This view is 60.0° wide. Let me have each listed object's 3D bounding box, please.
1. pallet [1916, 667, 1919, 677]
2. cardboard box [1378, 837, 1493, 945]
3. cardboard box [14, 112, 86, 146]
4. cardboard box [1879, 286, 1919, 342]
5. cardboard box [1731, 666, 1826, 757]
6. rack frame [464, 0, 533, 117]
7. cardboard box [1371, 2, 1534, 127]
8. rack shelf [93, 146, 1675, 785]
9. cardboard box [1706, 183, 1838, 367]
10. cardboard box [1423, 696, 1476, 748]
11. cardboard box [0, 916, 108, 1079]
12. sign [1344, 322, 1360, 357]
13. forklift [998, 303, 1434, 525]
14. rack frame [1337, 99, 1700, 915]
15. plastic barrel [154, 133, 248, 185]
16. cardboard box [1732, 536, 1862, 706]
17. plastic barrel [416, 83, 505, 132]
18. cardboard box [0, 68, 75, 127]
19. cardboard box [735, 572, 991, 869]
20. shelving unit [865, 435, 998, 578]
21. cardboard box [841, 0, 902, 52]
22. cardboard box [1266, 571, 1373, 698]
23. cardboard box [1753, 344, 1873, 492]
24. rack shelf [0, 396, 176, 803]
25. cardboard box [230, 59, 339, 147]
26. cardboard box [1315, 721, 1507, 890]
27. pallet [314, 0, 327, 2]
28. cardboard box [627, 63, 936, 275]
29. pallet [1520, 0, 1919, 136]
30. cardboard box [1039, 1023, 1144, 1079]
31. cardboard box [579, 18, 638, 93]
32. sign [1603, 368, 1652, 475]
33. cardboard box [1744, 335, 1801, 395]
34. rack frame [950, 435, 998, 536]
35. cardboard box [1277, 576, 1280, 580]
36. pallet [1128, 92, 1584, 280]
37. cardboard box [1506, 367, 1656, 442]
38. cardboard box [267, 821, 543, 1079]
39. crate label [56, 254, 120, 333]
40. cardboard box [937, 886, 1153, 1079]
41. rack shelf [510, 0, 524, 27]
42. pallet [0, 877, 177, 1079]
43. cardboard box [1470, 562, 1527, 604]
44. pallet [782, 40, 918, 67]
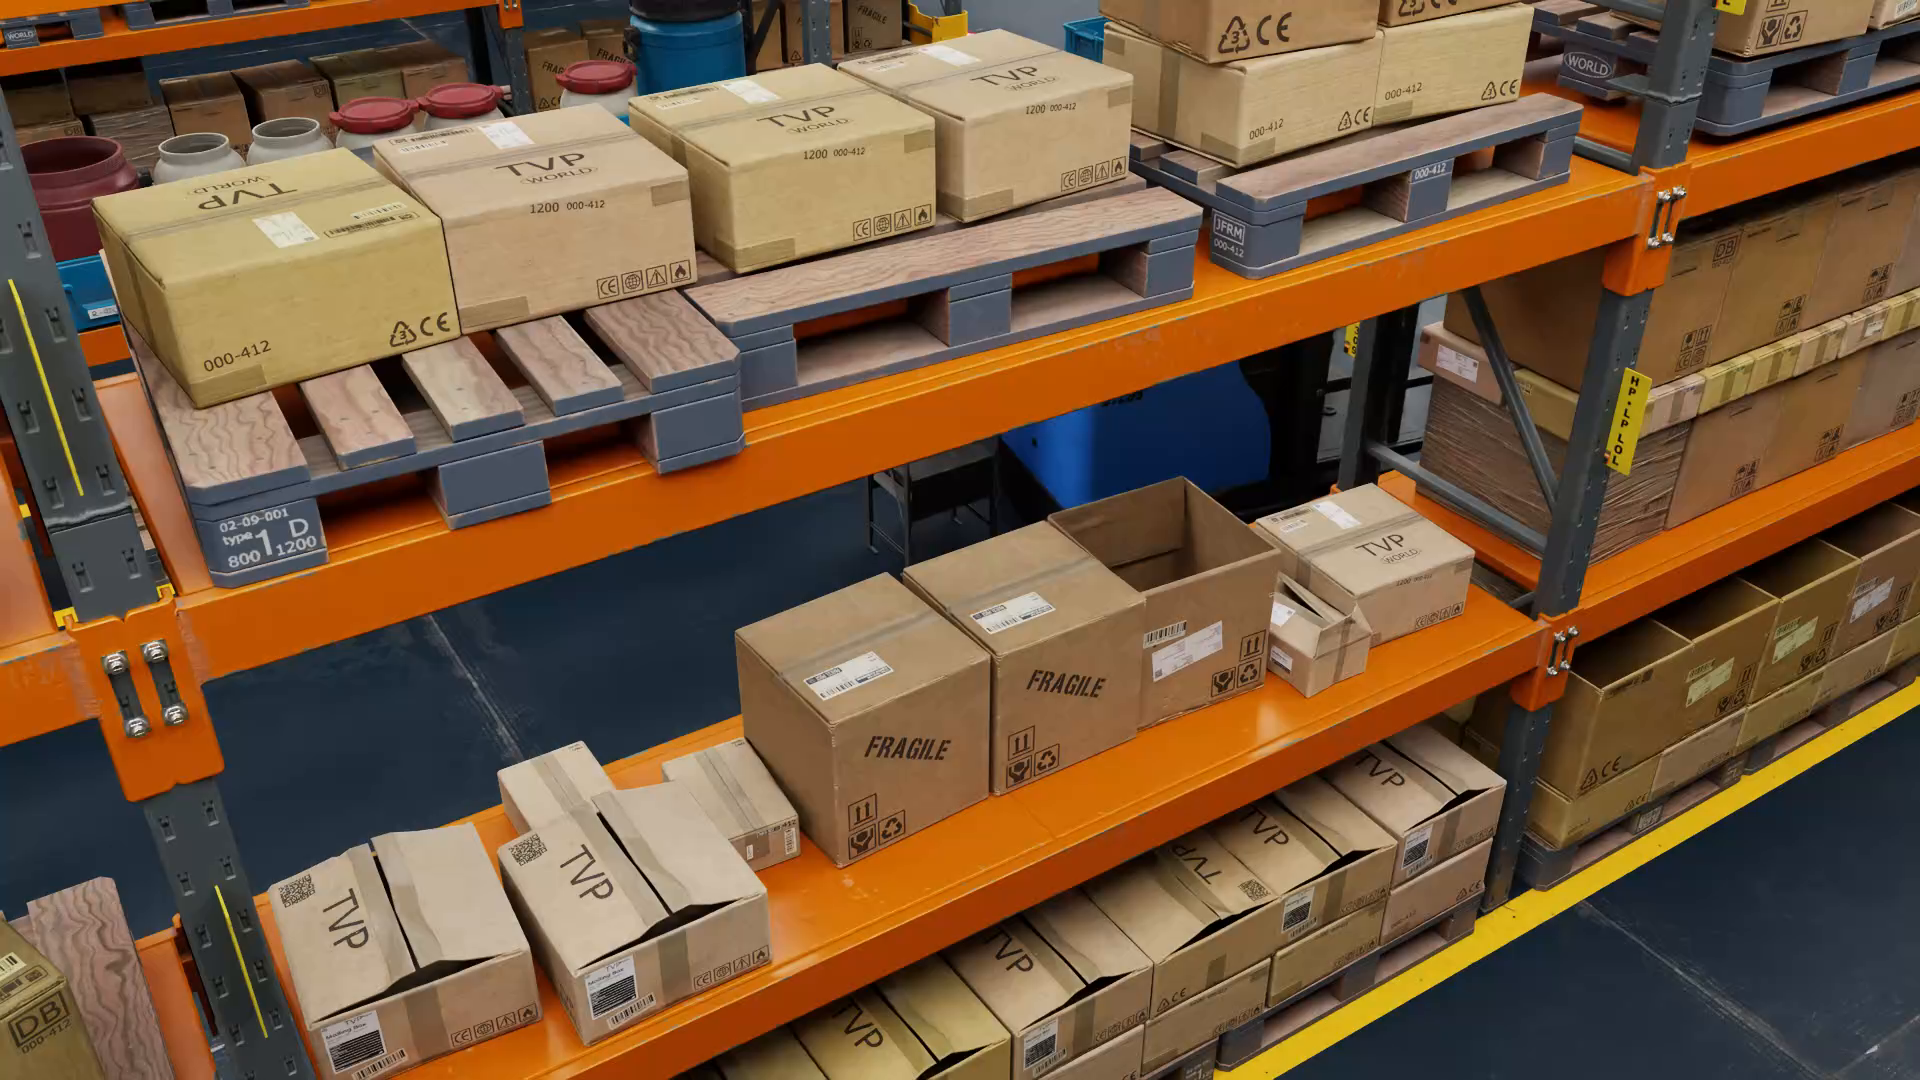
[{"bbox_3d":[4.438,0.124,7.855,1.213,0.211,1.003,-19,37,-27],"label":"pallet"},{"bbox_3d":[1.505,1.096,5.884,0.500,0.250,0.500,-19,37,-28],"label":"cardboard box"},{"bbox_3d":[-6.477,-2.757,11.740,0.500,0.500,0.700,-21,38,-30],"label":"cardboard box"},{"bbox_3d":[3.327,-0.896,6.157,0.250,0.149,0.380,-19,37,-28],"label":"cardboard box"},{"bbox_3d":[3.097,0.564,6.728,0.500,0.250,0.500,-19,37,-27],"label":"cardboard box"},{"bbox_3d":[-3.668,-4.582,12.702,0.127,3.000,1.000,-19,37,-27],"label":"rack frame"},{"bbox_3d":[1.173,-1.348,4.511,0.500,0.250,0.500,-15,35,-22],"label":"cardboard box"},{"bbox_3d":[0.015,-0.525,4.134,4.000,0.370,1.077,-19,37,-27],"label":"rack shelf"},{"bbox_3d":[2.490,-1.007,5.726,0.500,0.500,0.700,-19,37,-27],"label":"cardboard box"},{"bbox_3d":[1.968,0.615,6.648,0.500,0.250,0.500,-19,37,-27],"label":"cardboard box"},{"bbox_3d":[-2.134,1.030,3.318,0.700,0.500,0.500,22,39,31],"label":"cardboard box"},{"bbox_3d":[1.394,-0.787,5.800,0.005,0.325,0.100,-19,37,-27],"label":"sign"},{"bbox_3d":[1.736,-1.622,8.074,3.031,2.935,1.130,-12,34,-19],"label":"forklift"},{"bbox_3d":[1.696,-0.139,5.658,0.127,3.000,1.000,-19,37,-27],"label":"rack frame"},{"bbox_3d":[-3.597,-1.645,7.942,0.421,0.512,0.421,0,32,0],"label":"plastic barrel"},{"bbox_3d":[3.096,0.247,6.528,0.500,0.500,0.500,-19,37,-27],"label":"cardboard box"},{"bbox_3d":[-2.524,-2.028,8.526,0.433,0.535,0.433,0,32,0],"label":"plastic barrel"},{"bbox_3d":[-6.483,-3.079,11.547,0.500,0.250,0.500,-17,36,-25],"label":"cardboard box"},{"bbox_3d":[-0.264,0.483,4.579,0.500,0.500,0.500,-21,38,-30],"label":"cardboard box"},{"bbox_3d":[-0.139,-0.840,7.614,0.503,2.100,0.431,-19,37,-27],"label":"shelving unit"},{"bbox_3d":[-0.840,-4.686,14.816,0.500,0.500,0.500,-12,34,-19],"label":"cardboard box"},{"bbox_3d":[1.057,0.255,5.161,0.258,0.266,0.396,-20,37,-28],"label":"cardboard box"},{"bbox_3d":[2.930,-0.611,6.313,0.500,0.500,0.700,-18,37,-27],"label":"cardboard box"},{"bbox_3d":[-3.347,0.631,2.301,4.000,0.370,1.077,-19,37,-27],"label":"rack shelf"},{"bbox_3d":[-5.077,-3.252,12.524,0.500,0.500,0.700,-22,39,-31],"label":"cardboard box"},{"bbox_3d":[1.511,0.855,5.741,0.500,0.311,0.500,-19,37,-27],"label":"cardboard box"},{"bbox_3d":[-4.389,-4.345,12.507,1.213,0.211,1.003,-19,37,-27],"label":"pallet"},{"bbox_3d":[-0.397,-0.842,3.708,0.500,0.250,0.500,-20,37,-28],"label":"cardboard box"},{"bbox_3d":[2.399,-1.628,5.291,1.213,0.211,1.003,-19,37,-27],"label":"pallet"},{"bbox_3d":[0.221,1.536,5.186,0.500,0.250,0.500,-18,37,-26],"label":"cardboard box"},{"bbox_3d":[-2.833,-3.969,13.680,0.500,0.500,0.500,-8,33,-12],"label":"cardboard box"},{"bbox_3d":[1.999,-0.354,4.989,0.005,0.325,0.100,-19,37,-27],"label":"sign"},{"bbox_3d":[2.674,-0.671,5.800,0.250,0.149,0.380,-19,37,-28],"label":"cardboard box"},{"bbox_3d":[0.066,-0.911,7.726,0.015,2.100,0.400,-19,37,-27],"label":"rack frame"},{"bbox_3d":[0.841,0.132,5.465,0.250,0.149,0.380,-19,37,-27],"label":"cardboard box"},{"bbox_3d":[0.962,-1.066,4.496,1.217,0.209,0.805,-21,38,-29],"label":"pallet"},{"bbox_3d":[2.027,-0.446,5.444,0.250,0.149,0.380,-19,37,-27],"label":"cardboard box"},{"bbox_3d":[-1.336,0.970,3.985,0.500,0.311,0.500,-17,36,-24],"label":"cardboard box"},{"bbox_3d":[-3.789,-1.088,7.320,0.416,0.233,0.303,-19,37,-27],"label":"crate label"},{"bbox_3d":[0.232,1.295,5.043,0.500,0.311,0.500,-19,37,-28],"label":"cardboard box"},{"bbox_3d":[-1.987,-4.856,13.811,4.000,0.370,1.077,-19,37,-27],"label":"rack shelf"},{"bbox_3d":[-2.197,1.326,3.516,1.003,0.211,1.213,-19,37,-27],"label":"pallet"},{"bbox_3d":[2.394,0.158,6.669,0.500,0.500,0.500,-19,37,-27],"label":"cardboard box"},{"bbox_3d":[-1.072,-4.318,14.897,1.213,0.211,1.003,-19,37,-27],"label":"pallet"}]
